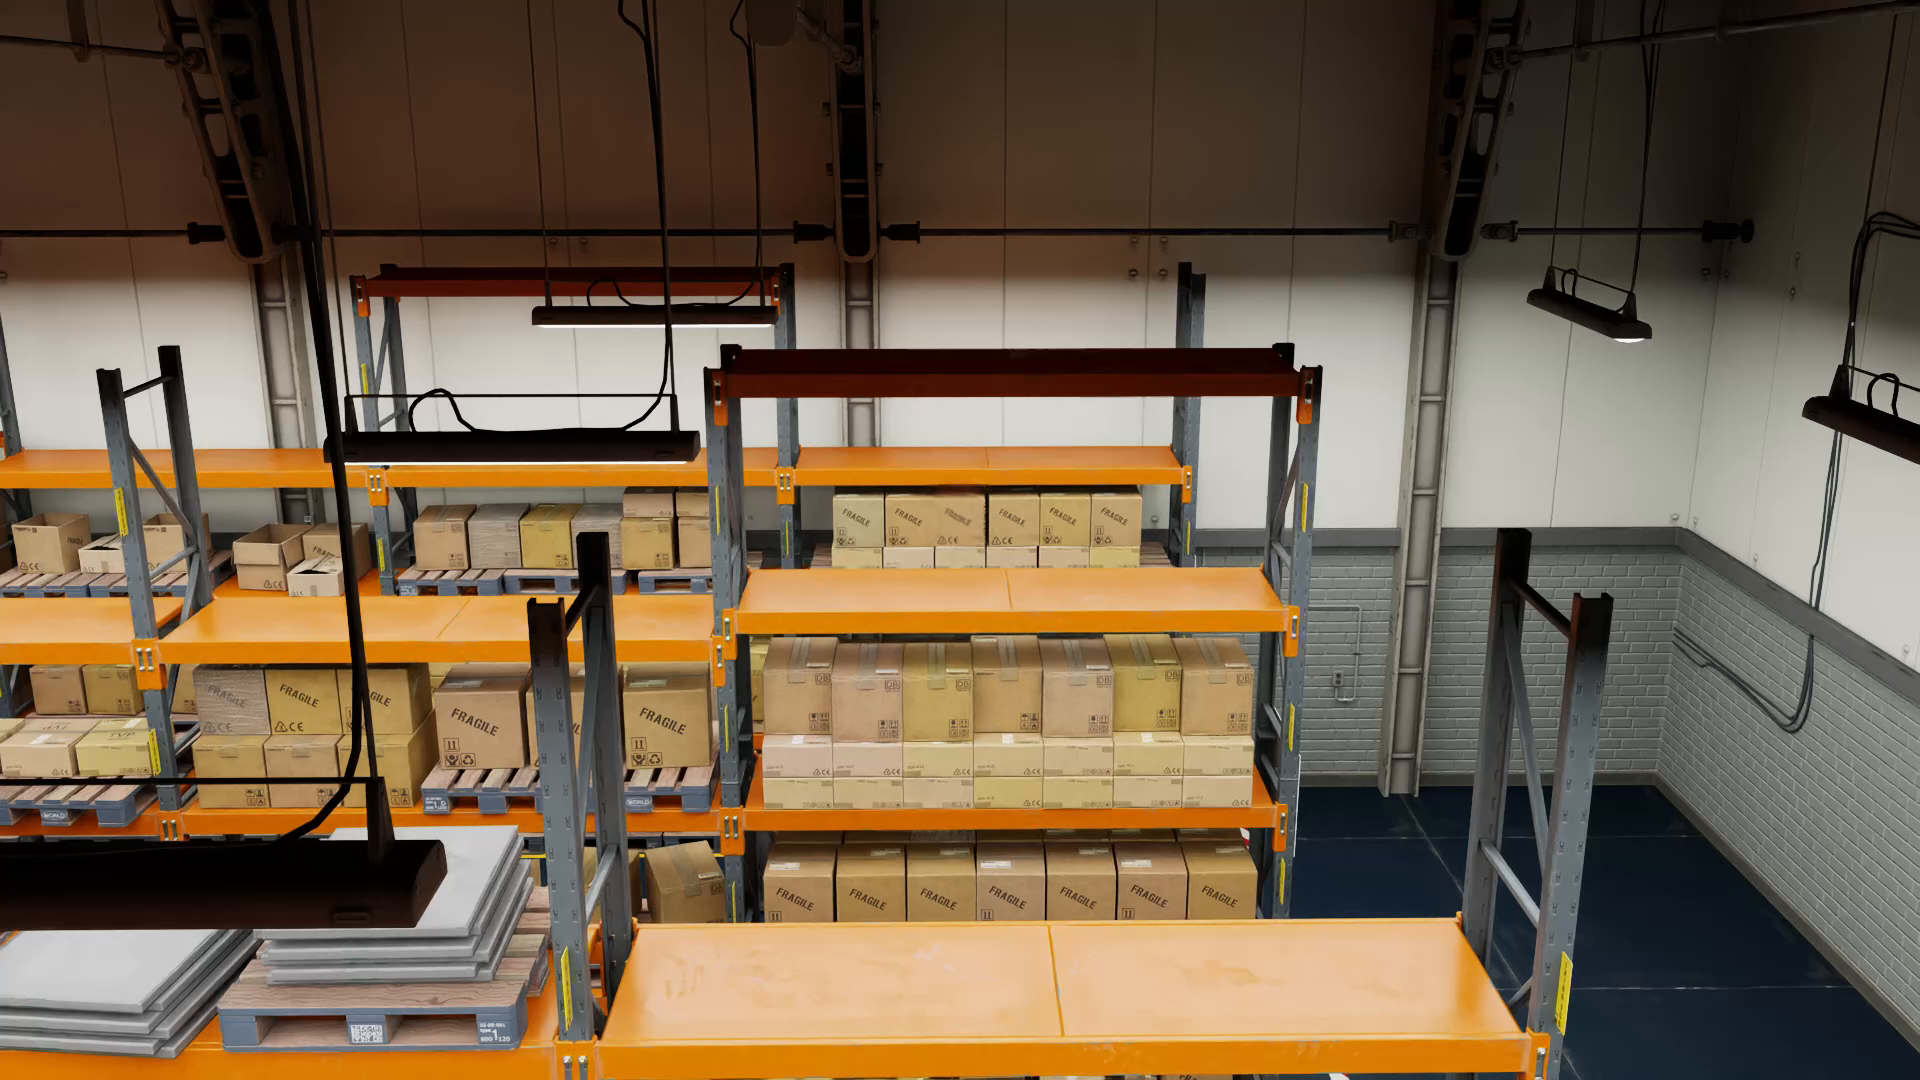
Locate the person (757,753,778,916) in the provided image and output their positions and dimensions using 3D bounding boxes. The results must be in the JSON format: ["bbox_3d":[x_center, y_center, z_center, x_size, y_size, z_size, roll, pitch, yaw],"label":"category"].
[{"bbox_3d":[-1.896,2.808,15.951,0.479,1.640,0.491,7,17,21],"label":"person"}]
